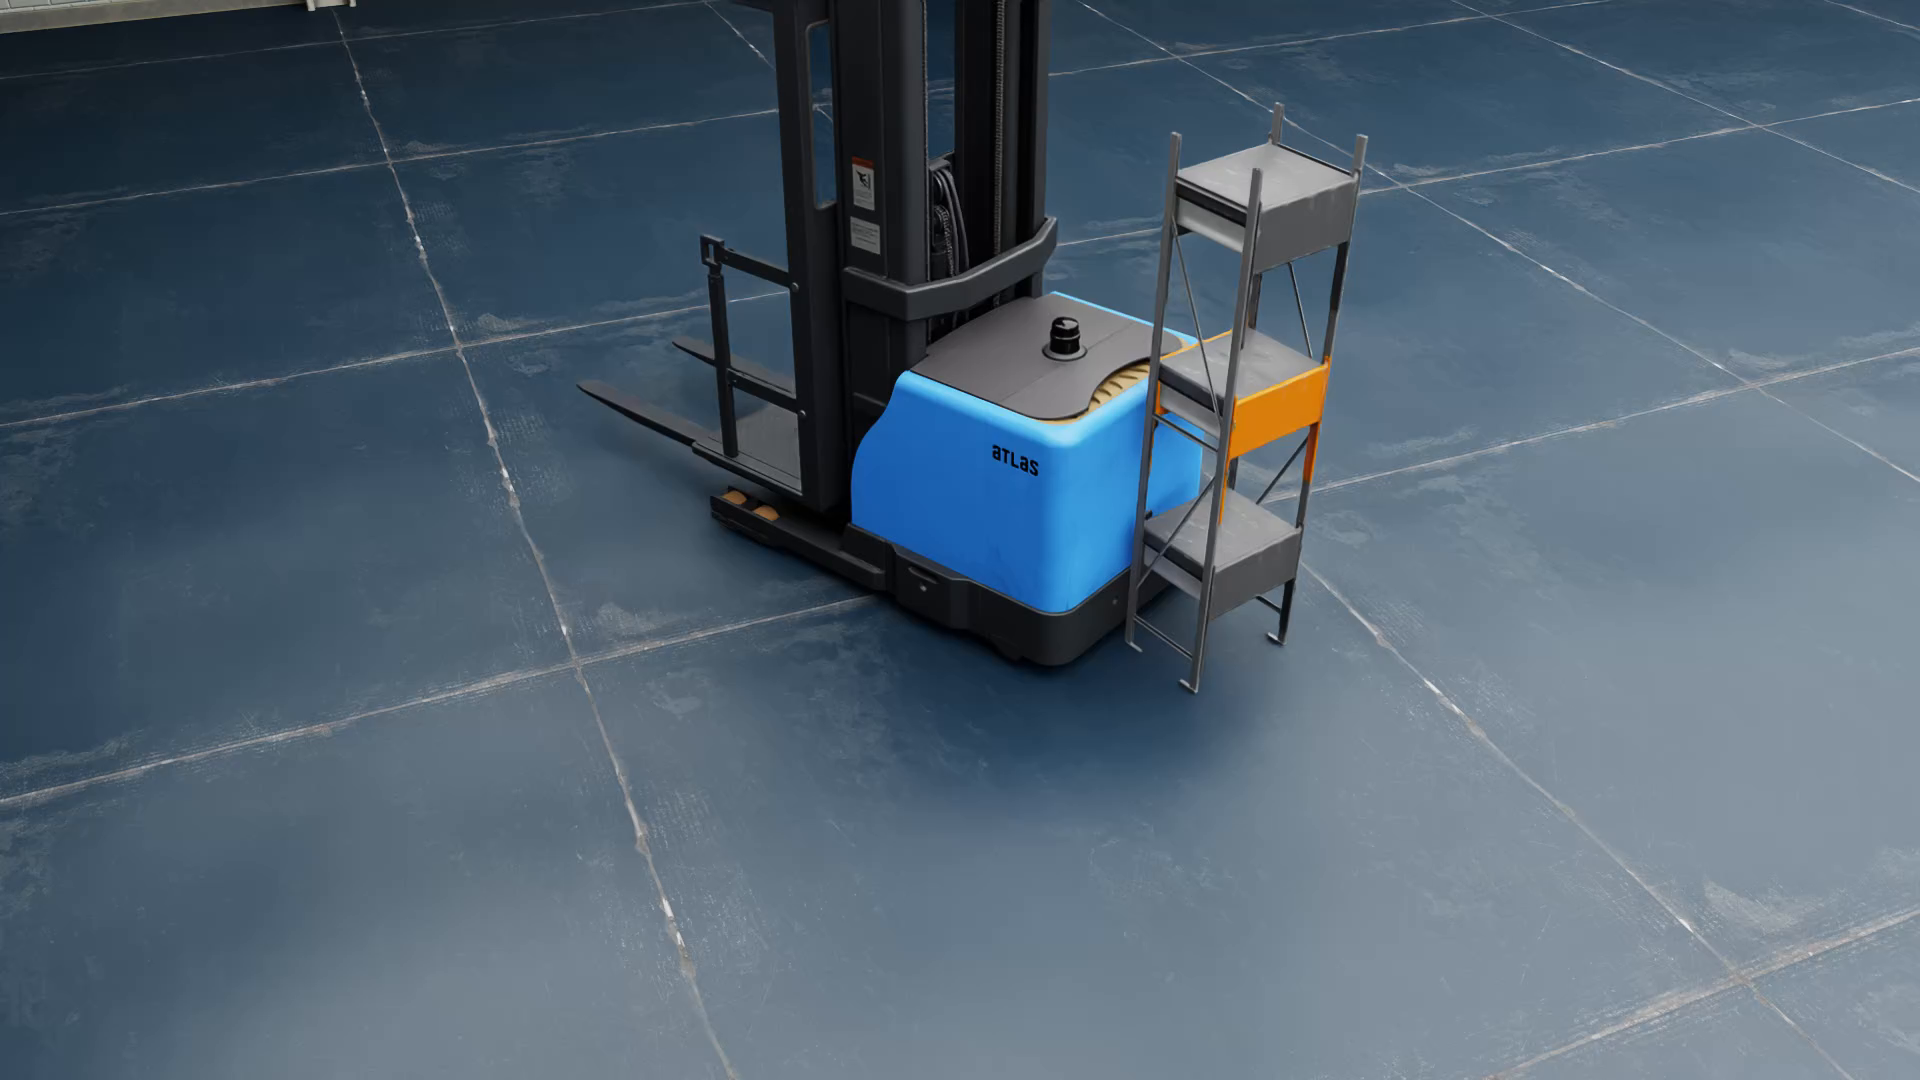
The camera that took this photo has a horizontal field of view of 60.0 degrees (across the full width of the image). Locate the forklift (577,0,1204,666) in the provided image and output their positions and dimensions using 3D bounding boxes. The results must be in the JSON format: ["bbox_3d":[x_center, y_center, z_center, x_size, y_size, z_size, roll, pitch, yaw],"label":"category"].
[{"bbox_3d":[-0.465,-1.407,6.725,3.031,2.935,1.130,24,40,32],"label":"forklift"}]

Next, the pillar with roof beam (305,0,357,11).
[{"bbox_3d":[-3.772,-6.241,8.590,0.400,9.000,9.100,-13,35,-19],"label":"pillar with roof beam"}]

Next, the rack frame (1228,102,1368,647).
[{"bbox_3d":[1.183,-0.535,6.136,0.015,2.100,0.400,-23,41,-31],"label":"rack frame"}]

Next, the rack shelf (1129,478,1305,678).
[{"bbox_3d":[0.979,0.135,6.413,0.480,0.518,0.431,-23,41,-31],"label":"rack shelf"}]

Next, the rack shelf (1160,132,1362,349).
[{"bbox_3d":[1.003,-1.020,5.623,0.480,0.518,0.431,-23,41,-31],"label":"rack shelf"}]

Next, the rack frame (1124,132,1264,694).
[{"bbox_3d":[0.798,-0.372,5.885,0.015,2.100,0.400,-23,41,-31],"label":"rack frame"}]

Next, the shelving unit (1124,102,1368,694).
[{"bbox_3d":[0.991,-0.454,6.010,0.503,2.100,0.431,-23,41,-31],"label":"shelving unit"}]

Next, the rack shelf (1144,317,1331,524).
[{"bbox_3d":[0.991,-0.442,6.018,0.480,0.518,0.431,-23,41,-31],"label":"rack shelf"}]
